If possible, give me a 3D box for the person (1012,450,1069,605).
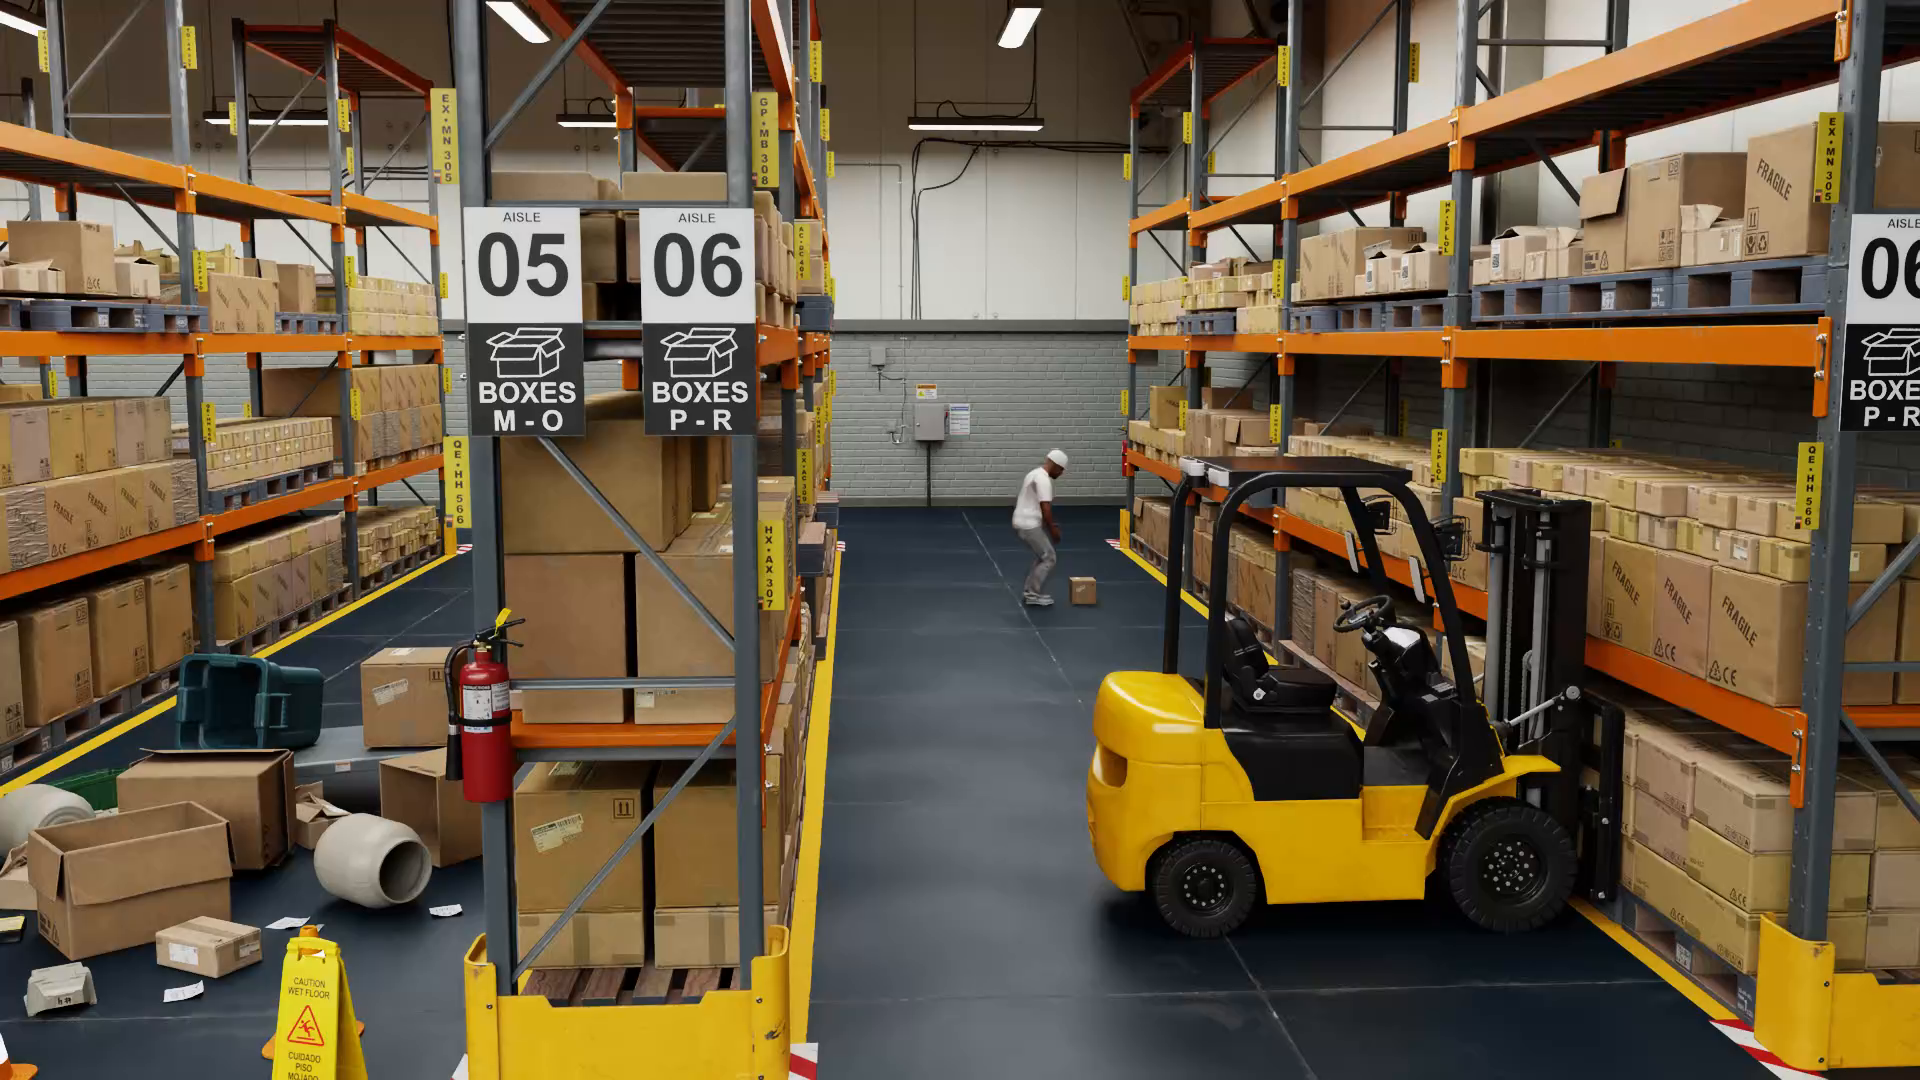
[{"bbox_3d":[0.845,-0.140,17.472,0.599,1.613,0.612,0,7,-3],"label":"person"}]
